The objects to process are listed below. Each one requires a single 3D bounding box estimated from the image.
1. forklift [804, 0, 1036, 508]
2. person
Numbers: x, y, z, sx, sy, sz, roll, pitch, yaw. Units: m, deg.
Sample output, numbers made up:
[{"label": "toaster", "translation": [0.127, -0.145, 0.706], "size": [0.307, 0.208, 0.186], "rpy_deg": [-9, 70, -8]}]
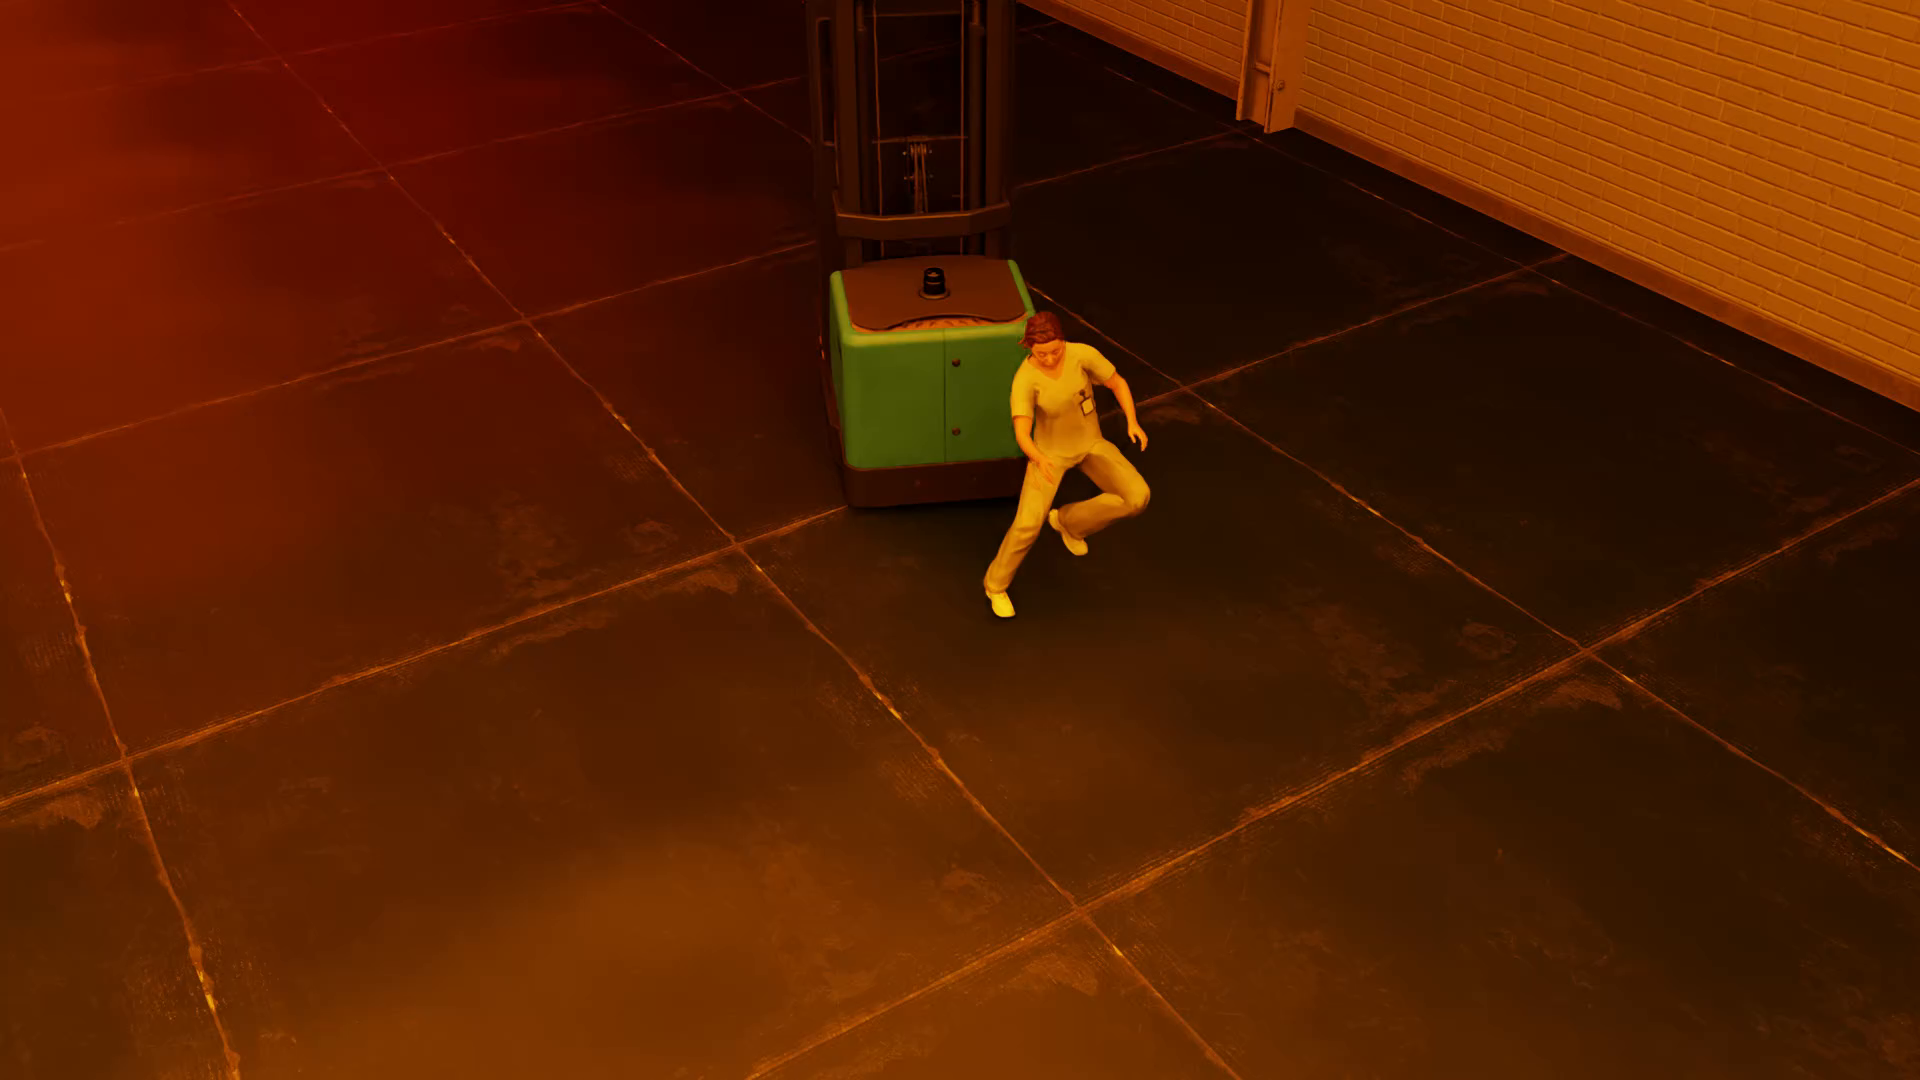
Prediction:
[{"label": "forklift", "translation": [-0.295, -2.206, 9.287], "size": [1.130, 2.935, 3.031], "rpy_deg": [-5, 35, -7]}, {"label": "person", "translation": [0.504, -0.362, 7.936], "size": [0.802, 1.464, 0.758], "rpy_deg": [-10, 36, -13]}]
